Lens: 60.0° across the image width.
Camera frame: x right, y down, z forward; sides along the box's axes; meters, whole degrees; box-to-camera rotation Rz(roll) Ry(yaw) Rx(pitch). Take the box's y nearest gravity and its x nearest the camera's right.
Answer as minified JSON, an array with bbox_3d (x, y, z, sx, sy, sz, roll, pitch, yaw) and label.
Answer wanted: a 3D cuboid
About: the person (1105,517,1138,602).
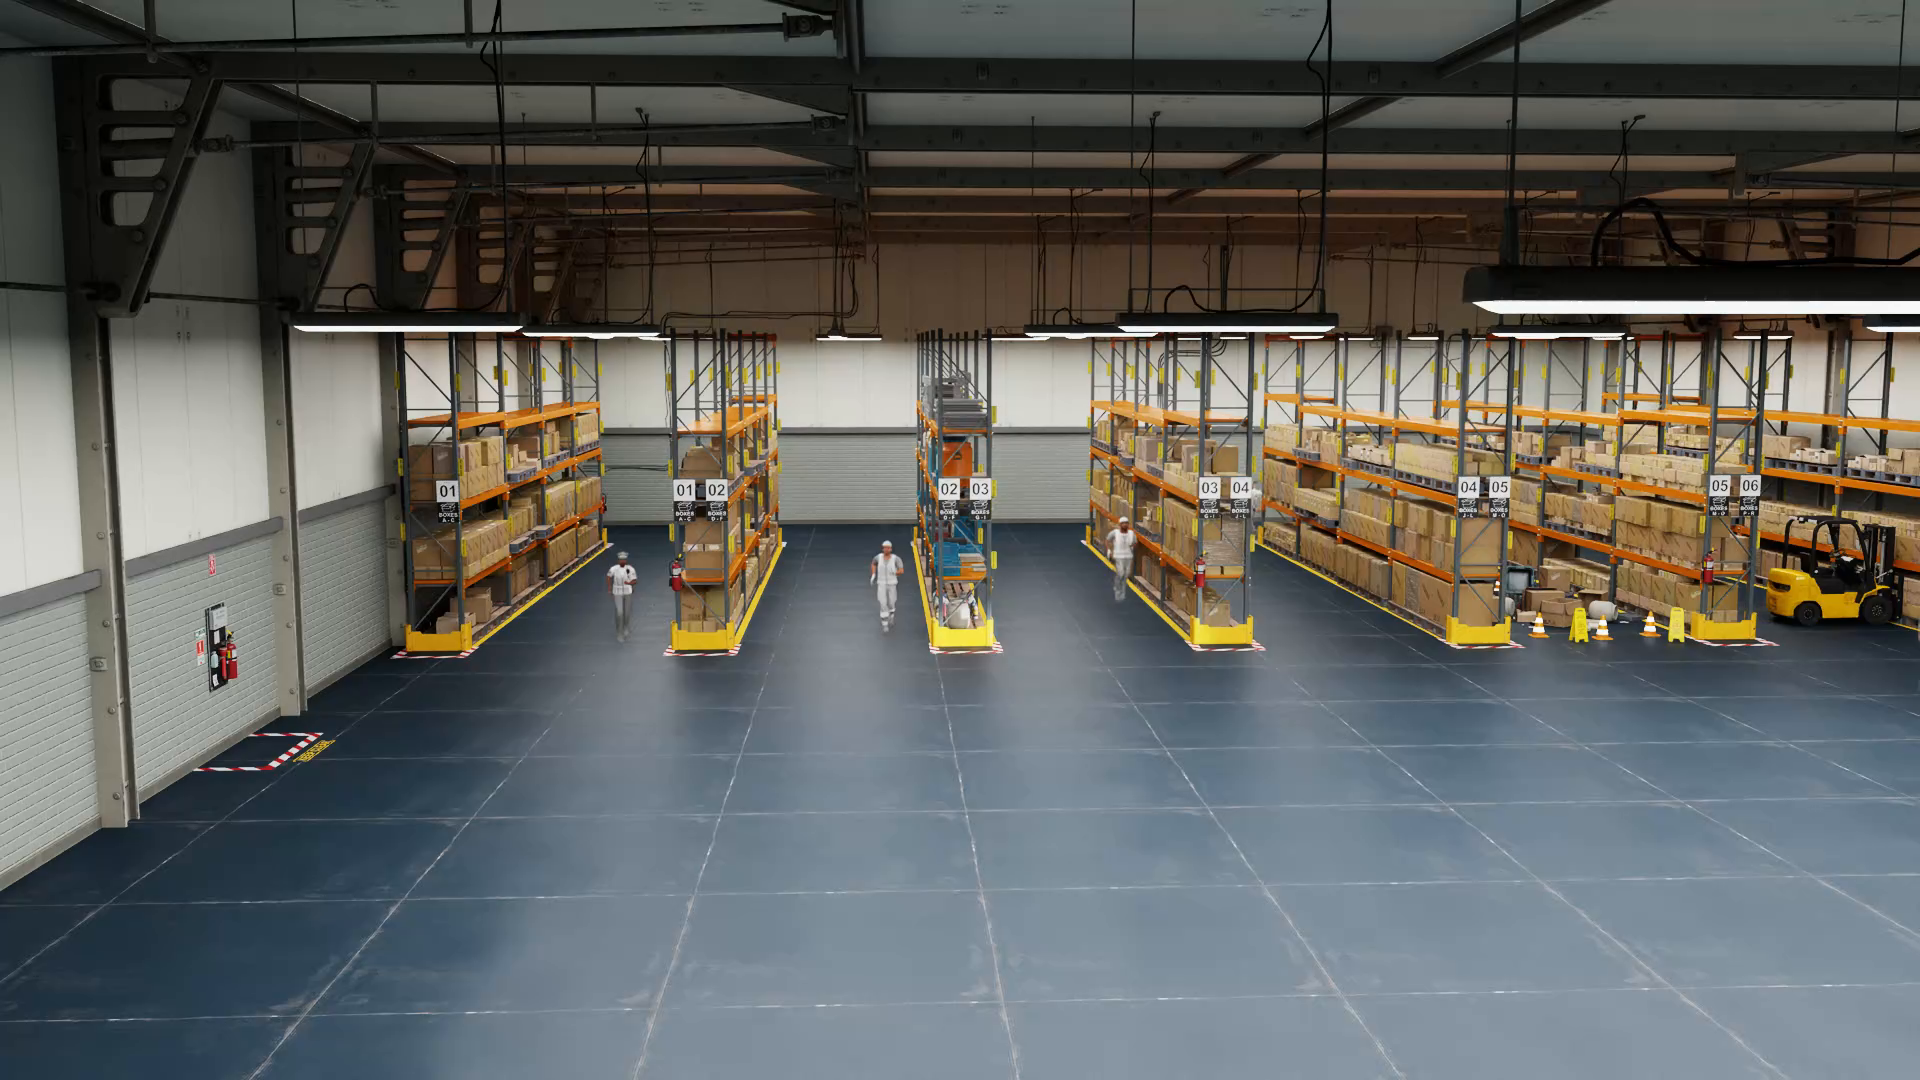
[{"bbox_3d":[3.462,0.415,35.224,0.662,1.803,0.656,-2,7,-13],"label":"person"}]

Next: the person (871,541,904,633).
[{"bbox_3d":[-1.448,0.893,33.149,0.670,1.776,1.007,0,7,0],"label":"person"}]

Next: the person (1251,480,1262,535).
[{"bbox_3d":[8.507,-0.882,48.642,0.906,1.789,0.737,-4,8,-29],"label":"person"}]

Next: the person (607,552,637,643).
[{"bbox_3d":[-6.534,1.092,32.213,0.548,1.758,0.763,-2,7,-19],"label":"person"}]
